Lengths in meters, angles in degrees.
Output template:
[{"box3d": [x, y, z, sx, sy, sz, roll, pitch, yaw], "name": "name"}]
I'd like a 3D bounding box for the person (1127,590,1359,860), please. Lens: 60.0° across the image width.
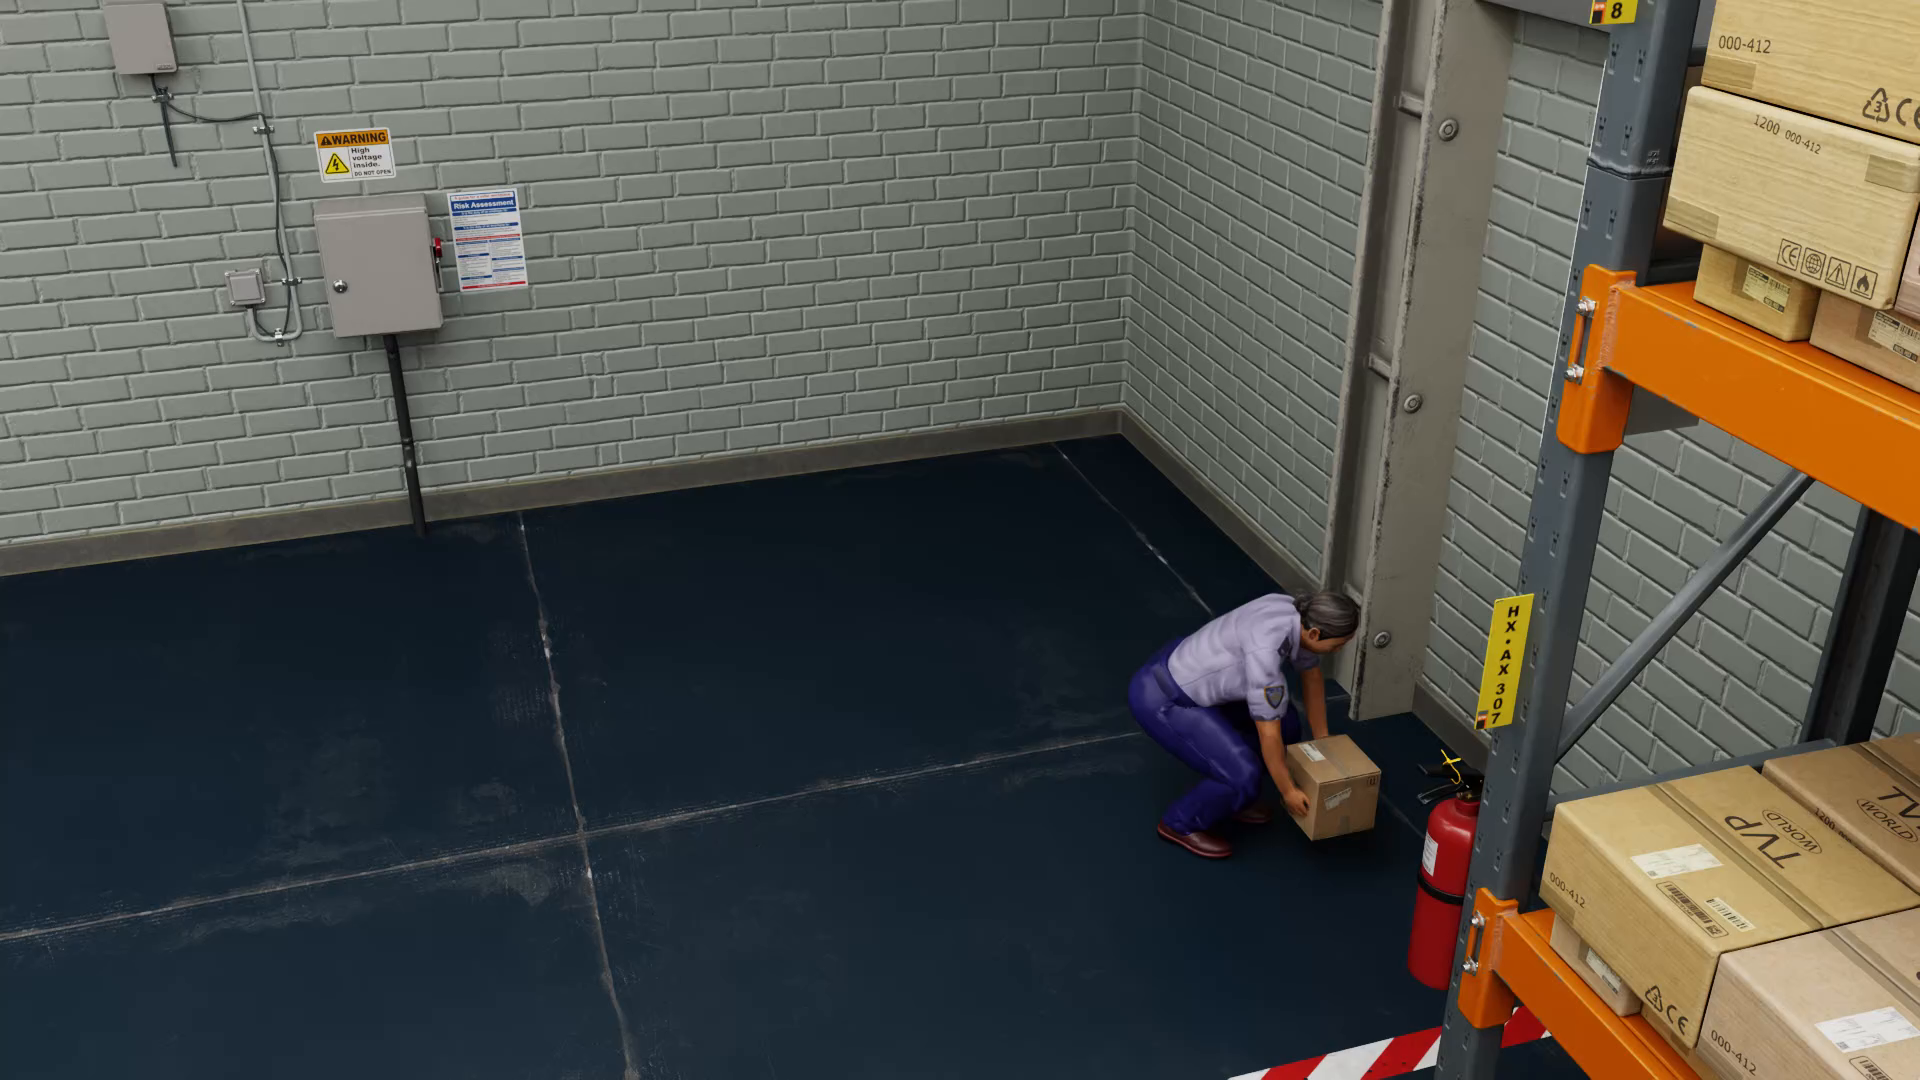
[{"box3d": [1.019, 0.609, 6.056, 0.772, 1.077, 0.533, 15, 30, 28], "name": "person"}]
